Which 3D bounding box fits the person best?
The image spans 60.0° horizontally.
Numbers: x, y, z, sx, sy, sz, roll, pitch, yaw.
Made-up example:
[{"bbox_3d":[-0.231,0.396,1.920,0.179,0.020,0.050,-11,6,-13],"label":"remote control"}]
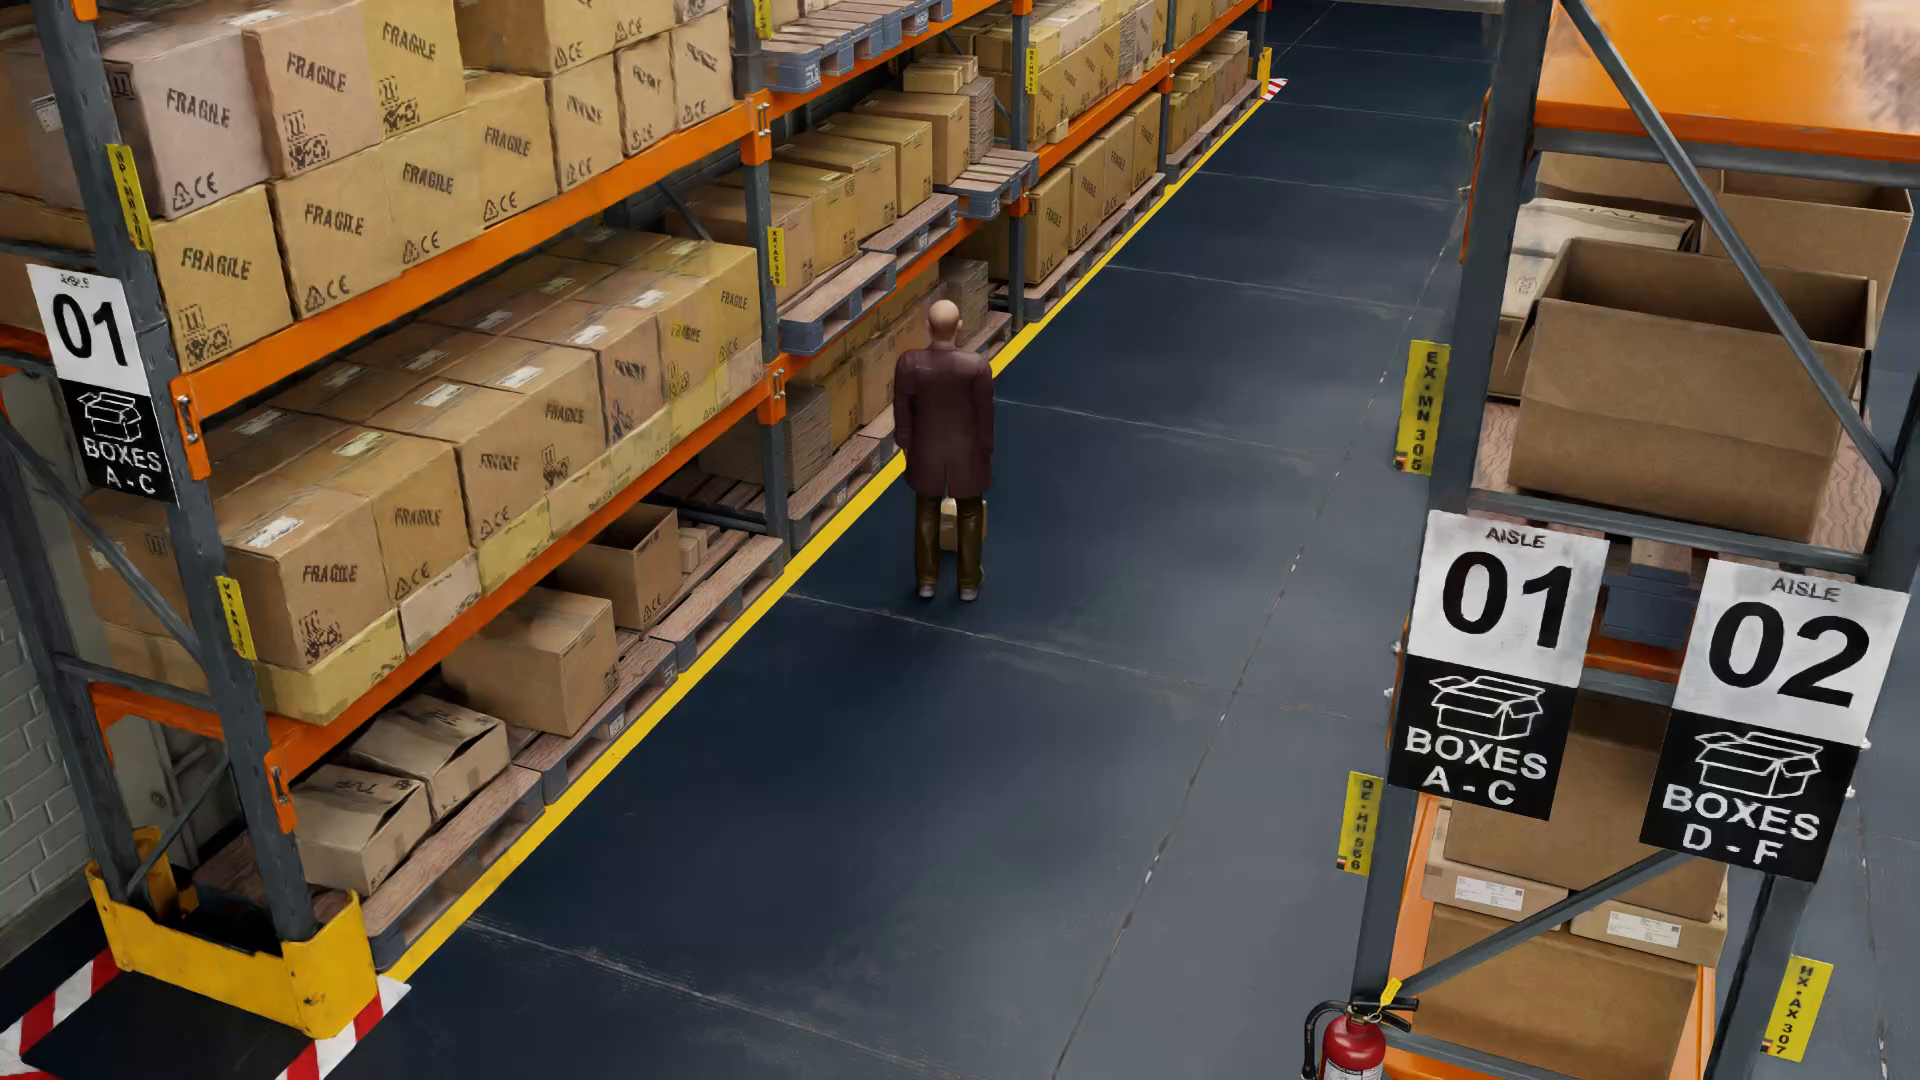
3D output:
[{"bbox_3d":[-0.085,-0.443,9.374,0.565,1.630,0.379,4,30,8],"label":"person"}]
